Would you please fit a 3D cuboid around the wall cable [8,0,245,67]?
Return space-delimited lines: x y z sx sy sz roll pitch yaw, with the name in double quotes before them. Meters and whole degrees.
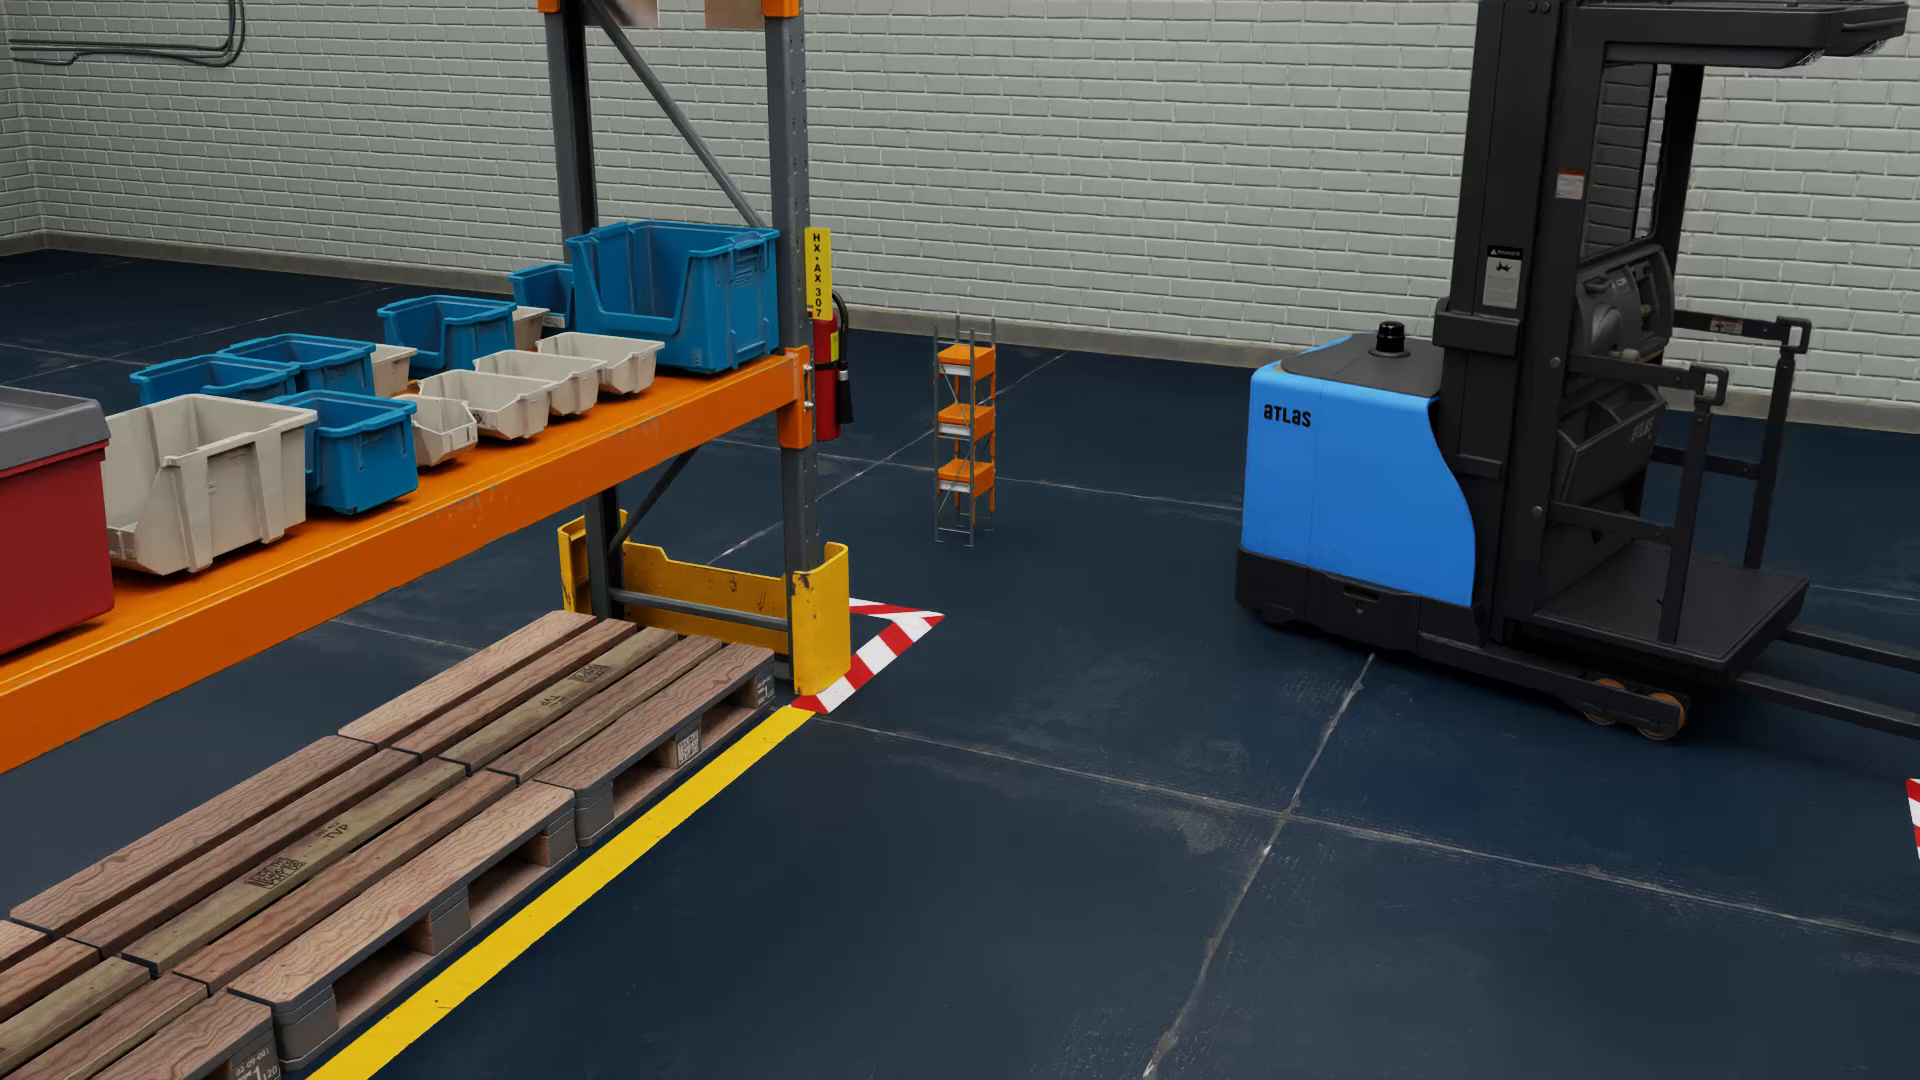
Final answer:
"wall cable" -7.407 -5.341 14.192 3.097 2.526 0.112 9 21 23

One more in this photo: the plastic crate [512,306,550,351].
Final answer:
"plastic crate" -1.619 -0.725 5.835 0.250 0.136 0.298 9 21 23

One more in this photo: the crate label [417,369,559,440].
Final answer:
"crate label" -1.403 -0.393 4.901 0.396 0.136 0.243 9 21 23

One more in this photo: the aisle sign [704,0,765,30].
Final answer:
"aisle sign" -0.714 -2.145 5.644 0.394 0.787 0.004 9 21 23

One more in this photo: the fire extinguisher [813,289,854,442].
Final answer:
"fire extinguisher" -0.534 -0.710 6.160 0.296 0.674 0.183 9 21 23

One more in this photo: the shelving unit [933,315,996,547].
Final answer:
"shelving unit" 0.022 -0.511 7.839 0.215 1.050 0.252 9 21 23

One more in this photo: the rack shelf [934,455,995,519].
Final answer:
"rack shelf" 0.022 -0.239 7.936 0.215 0.259 0.240 9 21 23

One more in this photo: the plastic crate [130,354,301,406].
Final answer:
"plastic crate" -2.074 -0.363 4.673 0.416 0.233 0.300 9 21 23

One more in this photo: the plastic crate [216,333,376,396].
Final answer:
"plastic crate" -1.951 -0.455 4.931 0.416 0.233 0.300 9 21 23

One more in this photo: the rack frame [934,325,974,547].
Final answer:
"rack frame" -0.028 -0.474 7.734 0.200 1.050 0.008 9 21 23

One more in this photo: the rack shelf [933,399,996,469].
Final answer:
"rack shelf" 0.022 -0.501 7.842 0.215 0.259 0.240 9 21 23

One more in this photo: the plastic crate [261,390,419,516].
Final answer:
"plastic crate" -1.618 -0.225 4.284 0.416 0.233 0.300 9 21 23

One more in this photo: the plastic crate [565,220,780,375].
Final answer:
"plastic crate" -0.978 -0.855 5.754 0.616 0.435 0.499 9 21 23

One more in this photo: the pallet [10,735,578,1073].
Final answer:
"pallet" -1.885 0.994 4.859 1.003 0.211 1.213 9 21 23

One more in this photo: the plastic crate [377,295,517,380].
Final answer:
"plastic crate" -1.682 -0.656 5.497 0.416 0.233 0.300 9 21 23

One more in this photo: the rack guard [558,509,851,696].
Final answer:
"rack guard" -1.013 0.230 6.575 1.175 0.500 0.348 9 21 23

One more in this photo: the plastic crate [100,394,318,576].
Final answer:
"plastic crate" -1.855 -0.129 3.943 0.437 0.282 0.530 9 21 23

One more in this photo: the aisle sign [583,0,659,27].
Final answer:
"aisle sign" -1.252 -2.226 5.871 0.394 0.787 0.004 9 21 23

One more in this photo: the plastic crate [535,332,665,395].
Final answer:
"plastic crate" -1.180 -0.568 5.394 0.396 0.136 0.243 9 21 23

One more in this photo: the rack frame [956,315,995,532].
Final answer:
"rack frame" 0.072 -0.548 7.944 0.200 1.050 0.008 9 21 23

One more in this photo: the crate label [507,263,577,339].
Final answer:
"crate label" -1.412 -0.857 6.063 0.416 0.233 0.303 9 21 23

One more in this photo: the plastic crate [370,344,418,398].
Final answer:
"plastic crate" -1.897 -0.518 5.252 0.250 0.136 0.298 9 21 23

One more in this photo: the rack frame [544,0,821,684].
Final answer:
"rack frame" -1.011 -0.938 6.130 1.000 3.000 0.127 9 21 23

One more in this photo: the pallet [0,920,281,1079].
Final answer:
"pallet" -2.383 1.368 3.806 1.003 0.211 1.213 9 21 23

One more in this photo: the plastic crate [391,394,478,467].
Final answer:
"plastic crate" -1.507 -0.300 4.640 0.298 0.136 0.250 9 21 23

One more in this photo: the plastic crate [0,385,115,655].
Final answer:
"plastic crate" -2.054 -0.012 3.342 0.402 0.464 0.583 9 21 23

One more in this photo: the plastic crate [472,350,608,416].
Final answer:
"plastic crate" -1.311 -0.481 5.150 0.396 0.136 0.243 9 21 23

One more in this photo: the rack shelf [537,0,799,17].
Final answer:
"rack shelf" -1.830 -1.401 4.029 1.077 0.370 4.000 9 21 23

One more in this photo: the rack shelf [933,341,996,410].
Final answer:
"rack shelf" 0.022 -0.768 7.747 0.215 0.259 0.240 9 21 23

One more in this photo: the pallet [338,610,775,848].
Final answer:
"pallet" -1.384 0.622 5.904 1.003 0.211 1.213 9 21 23

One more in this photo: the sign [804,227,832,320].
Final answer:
"sign" -0.502 -0.945 5.905 0.100 0.325 0.005 9 21 23

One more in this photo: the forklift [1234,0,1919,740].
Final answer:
"forklift" 2.614 -0.864 6.023 3.031 2.935 1.130 16 25 37

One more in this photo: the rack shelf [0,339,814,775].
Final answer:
"rack shelf" -1.830 0.012 4.532 1.077 0.370 4.000 9 21 23
